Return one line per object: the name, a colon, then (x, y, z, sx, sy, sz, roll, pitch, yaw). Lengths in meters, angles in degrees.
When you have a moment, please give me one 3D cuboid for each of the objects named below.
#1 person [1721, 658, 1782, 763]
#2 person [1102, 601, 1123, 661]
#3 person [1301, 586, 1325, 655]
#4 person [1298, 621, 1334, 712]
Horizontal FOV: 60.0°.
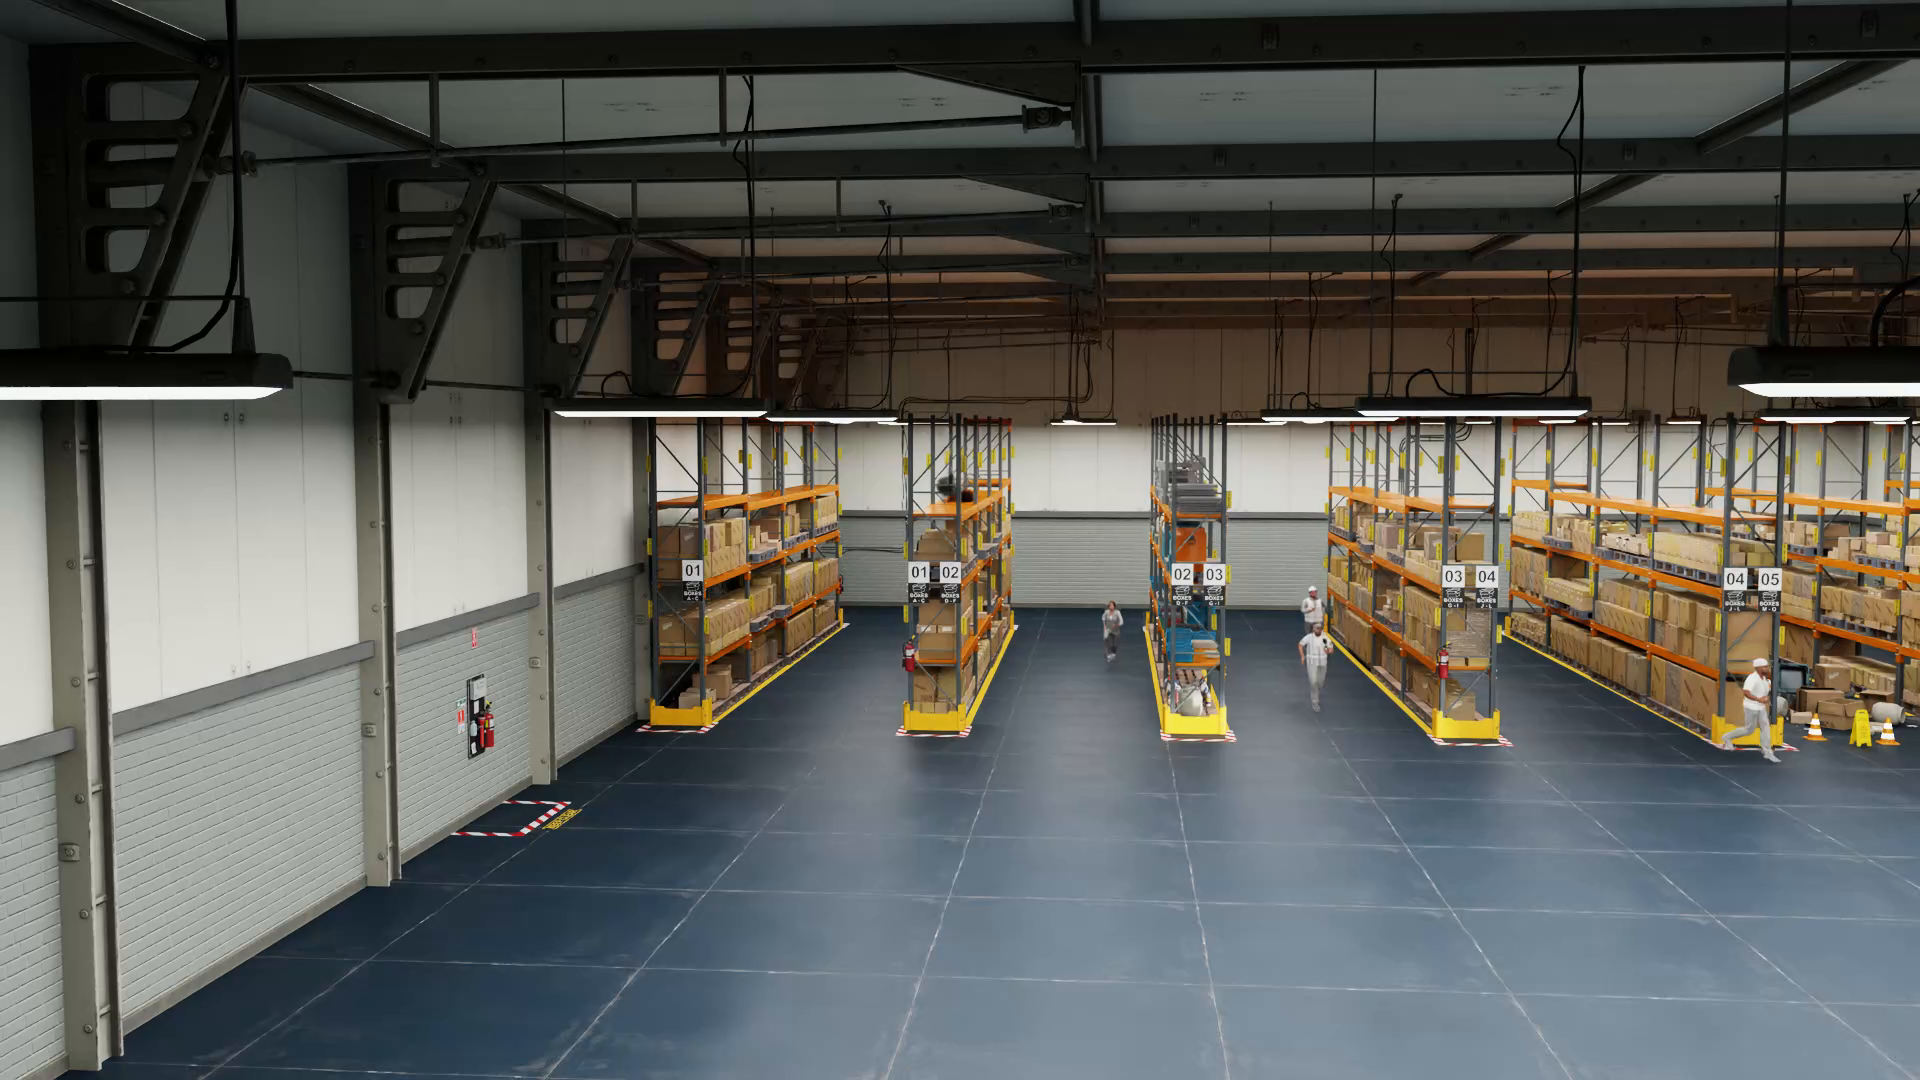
person: (13.709, 2.909, 28.741, 0.726, 1.757, 1.019, -4, 5, -44)
person: (3.641, 2.162, 39.636, 0.506, 1.455, 1.024, 0, 4, 4)
person: (8.777, 2.051, 41.319, 0.649, 1.816, 0.864, 0, 4, 2)
person: (7.276, 2.533, 33.887, 0.653, 1.798, 0.920, 0, 4, -6)
